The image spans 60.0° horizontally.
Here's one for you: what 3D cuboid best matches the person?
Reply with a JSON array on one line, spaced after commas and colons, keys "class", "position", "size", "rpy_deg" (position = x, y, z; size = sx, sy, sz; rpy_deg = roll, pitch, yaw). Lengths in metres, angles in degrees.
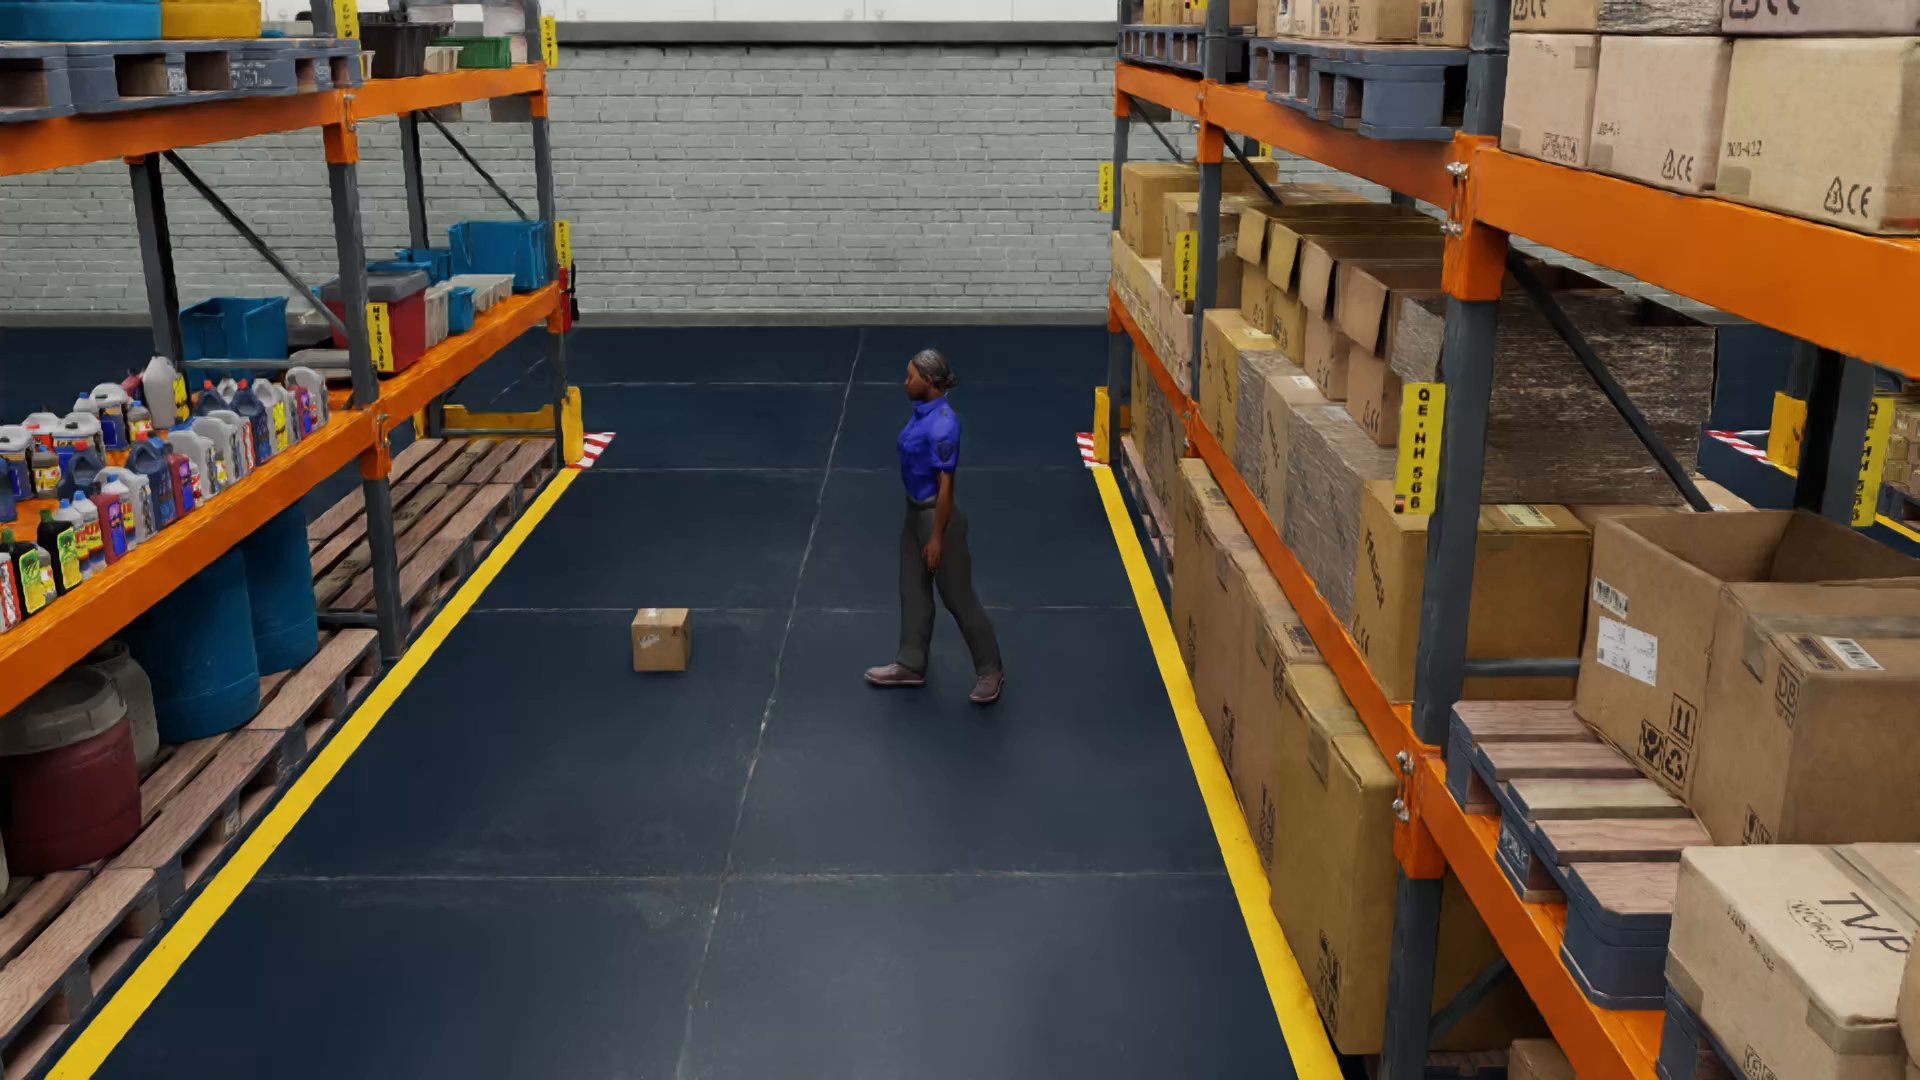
[{"class": "person", "position": [-0.128, -0.085, 7.814], "size": [0.622, 1.645, 0.687], "rpy_deg": [-5, 18, -16]}]
